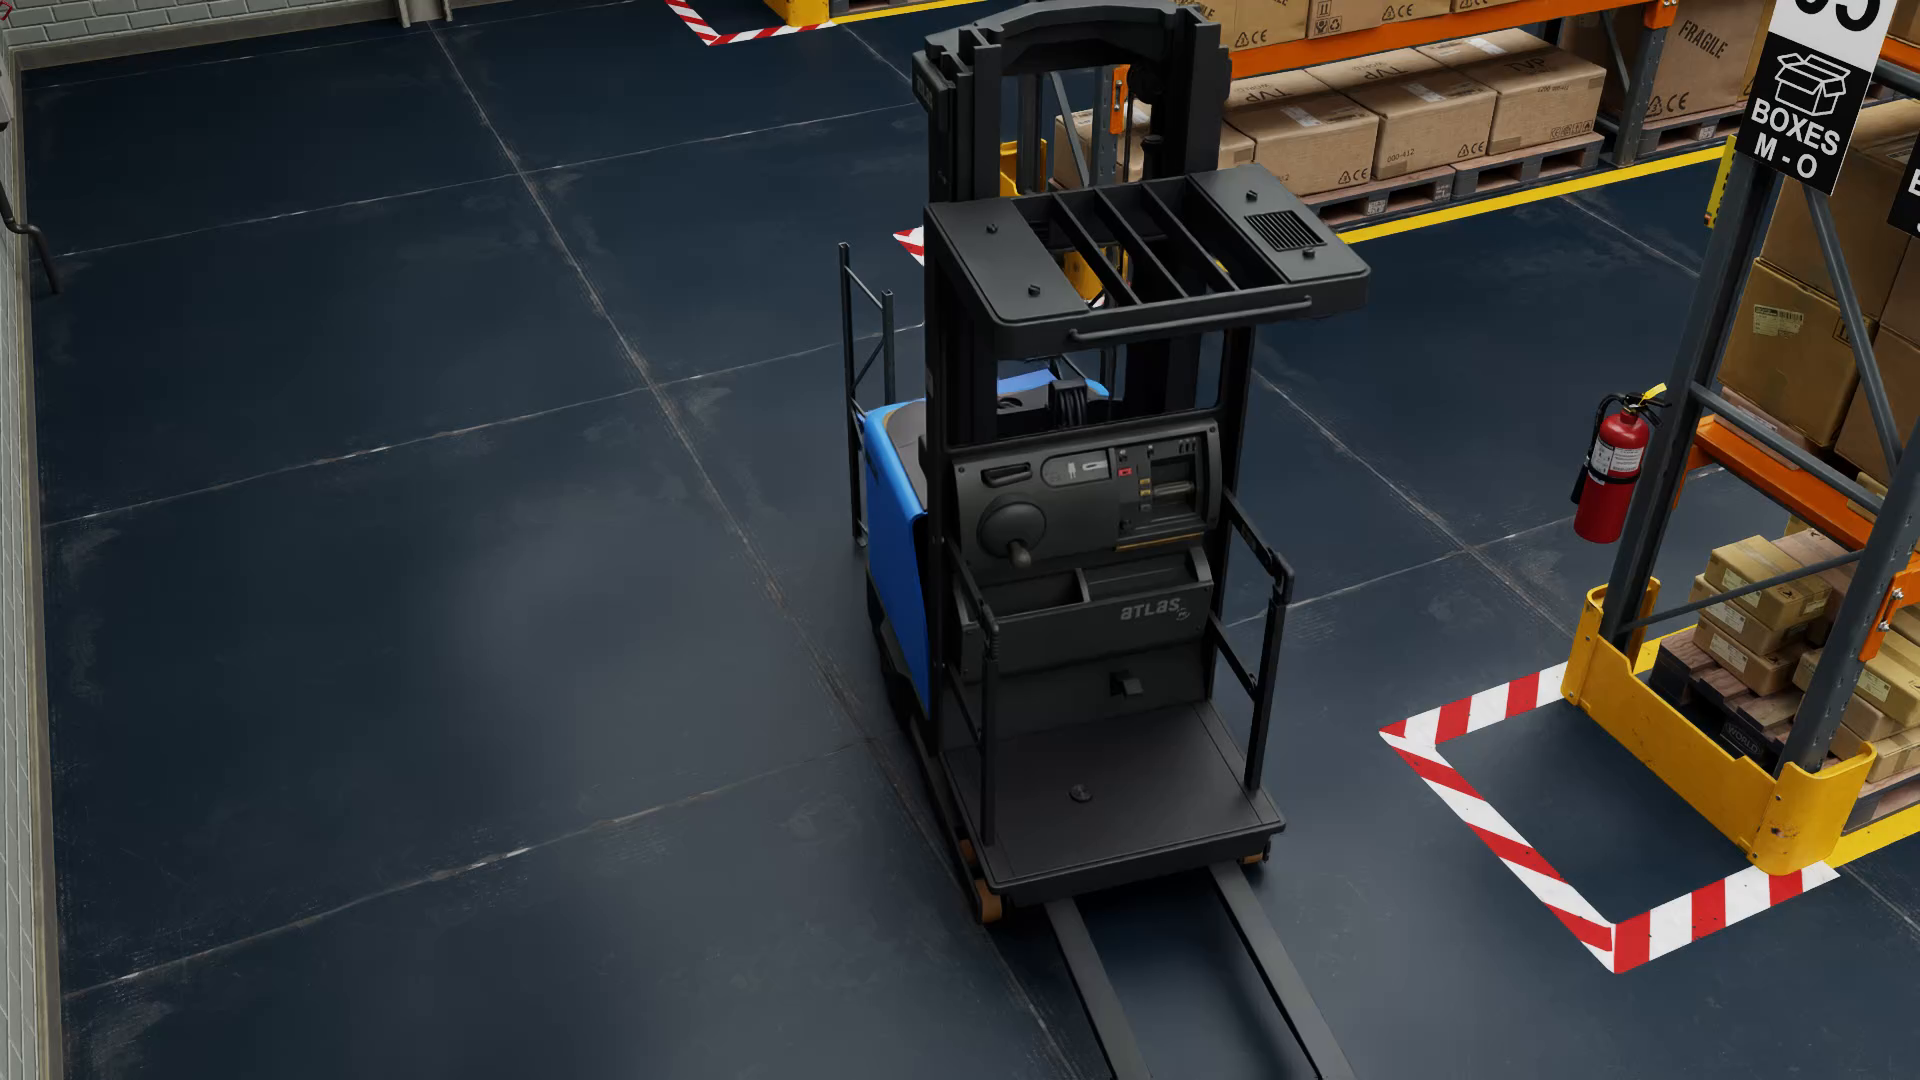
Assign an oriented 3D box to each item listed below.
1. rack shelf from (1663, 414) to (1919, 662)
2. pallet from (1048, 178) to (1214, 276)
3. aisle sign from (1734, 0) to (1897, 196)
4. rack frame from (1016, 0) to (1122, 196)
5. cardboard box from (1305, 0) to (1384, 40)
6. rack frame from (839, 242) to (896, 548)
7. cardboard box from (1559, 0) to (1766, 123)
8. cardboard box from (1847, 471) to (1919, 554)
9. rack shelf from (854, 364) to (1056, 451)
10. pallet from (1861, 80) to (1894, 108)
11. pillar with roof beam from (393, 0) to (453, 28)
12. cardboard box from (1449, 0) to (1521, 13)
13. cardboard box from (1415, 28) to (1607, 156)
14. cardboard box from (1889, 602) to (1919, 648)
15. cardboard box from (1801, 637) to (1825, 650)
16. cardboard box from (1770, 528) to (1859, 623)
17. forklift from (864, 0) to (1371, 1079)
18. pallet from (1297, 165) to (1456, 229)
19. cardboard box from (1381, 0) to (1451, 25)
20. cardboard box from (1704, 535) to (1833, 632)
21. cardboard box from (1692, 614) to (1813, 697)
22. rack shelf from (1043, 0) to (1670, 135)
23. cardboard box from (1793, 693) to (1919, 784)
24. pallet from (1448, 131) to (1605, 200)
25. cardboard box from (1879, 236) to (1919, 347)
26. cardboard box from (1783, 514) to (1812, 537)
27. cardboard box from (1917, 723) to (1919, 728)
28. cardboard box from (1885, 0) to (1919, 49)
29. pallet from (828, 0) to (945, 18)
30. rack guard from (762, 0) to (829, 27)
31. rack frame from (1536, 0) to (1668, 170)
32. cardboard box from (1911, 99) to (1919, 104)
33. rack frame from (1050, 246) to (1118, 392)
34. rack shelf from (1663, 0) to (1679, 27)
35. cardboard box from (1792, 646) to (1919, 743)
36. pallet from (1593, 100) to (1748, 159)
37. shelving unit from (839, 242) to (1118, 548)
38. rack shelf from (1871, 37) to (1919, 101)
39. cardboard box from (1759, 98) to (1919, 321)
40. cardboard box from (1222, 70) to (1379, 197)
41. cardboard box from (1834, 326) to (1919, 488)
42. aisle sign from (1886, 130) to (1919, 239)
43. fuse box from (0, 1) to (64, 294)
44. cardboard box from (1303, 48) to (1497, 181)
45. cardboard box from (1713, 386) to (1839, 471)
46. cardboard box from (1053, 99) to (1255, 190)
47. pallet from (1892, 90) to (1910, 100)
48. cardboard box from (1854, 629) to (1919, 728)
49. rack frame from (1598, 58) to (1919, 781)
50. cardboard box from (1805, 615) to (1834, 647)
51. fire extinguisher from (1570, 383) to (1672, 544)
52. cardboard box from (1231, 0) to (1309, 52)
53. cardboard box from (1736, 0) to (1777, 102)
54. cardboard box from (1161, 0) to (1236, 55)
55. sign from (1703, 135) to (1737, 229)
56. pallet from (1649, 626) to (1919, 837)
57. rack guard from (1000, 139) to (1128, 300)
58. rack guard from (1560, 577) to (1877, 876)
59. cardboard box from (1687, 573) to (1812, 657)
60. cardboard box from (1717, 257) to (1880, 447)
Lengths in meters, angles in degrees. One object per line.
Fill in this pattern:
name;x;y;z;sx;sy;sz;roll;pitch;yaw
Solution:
rack shelf;4.616;-0.517;6.532;4.000;0.370;1.077;-16;39;-20
pallet;1.301;-2.068;10.361;1.213;0.211;1.003;-16;39;-20
aisle sign;2.612;-1.487;5.054;0.004;0.787;0.394;-16;39;-20
rack frame;0.610;-2.943;9.200;0.127;3.000;1.000;-16;39;-20
cardboard box;2.081;-3.212;9.479;0.500;0.500;0.500;-16;39;-20
rack frame;-0.383;-0.495;7.159;0.032;1.500;0.500;-16;39;-20
cardboard box;4.759;-3.471;11.343;0.875;0.875;0.875;-14;39;-19
cardboard box;3.238;-0.104;5.583;0.250;0.149;0.380;-16;39;-20
rack shelf;0.077;-0.480;7.439;1.000;0.185;0.538;-16;39;-20
pallet;6.004;-3.383;12.134;1.213;0.211;1.003;-16;39;-20
pillar with roof beam;-2.497;-5.511;7.626;0.400;9.000;9.100;-16;39;-20
cardboard box;3.008;-3.472;9.830;0.500;0.500;0.500;-16;40;-21
cardboard box;3.617;-2.994;11.067;0.875;0.438;0.875;-16;40;-21
cardboard box;3.622;0.354;6.296;0.250;0.149;0.380;-15;39;-19
cardboard box;3.383;0.312;6.852;0.250;0.149;0.380;-14;39;-19
cardboard box;3.429;0.135;6.591;0.250;0.149;0.380;-15;39;-19
forklift;0.496;-0.081;5.399;1.130;2.935;3.031;-10;38;-13
pallet;2.404;-2.374;10.774;1.213;0.211;1.003;-16;39;-20
cardboard box;2.527;-3.348;9.662;0.500;0.500;0.500;-14;39;-18
cardboard box;3.177;0.167;6.548;0.250;0.149;0.380;-15;39;-19
cardboard box;3.193;0.431;6.691;0.250;0.149;0.380;-15;39;-19
rack shelf;2.421;-3.161;10.097;4.000;0.370;1.077;-16;39;-20
cardboard box;3.415;0.717;6.306;0.250;0.149;0.380;-15;39;-19
pallet;3.510;-2.685;11.193;1.213;0.211;1.003;-16;39;-20
cardboard box;3.324;-0.831;5.180;0.500;0.500;0.500;-16;39;-20
cardboard box;3.609;0.001;6.772;0.250;0.149;0.380;-16;40;-21
cardboard box;3.618;0.607;6.455;0.250;0.149;0.380;-16;39;-20
cardboard box;3.104;-1.702;5.134;0.500;0.250;0.500;-16;40;-21
pallet;-0.712;-4.721;13.937;1.213;0.211;1.003;-16;39;-20
rack guard;-1.433;-4.634;13.579;0.348;0.500;1.175;-16;39;-20
rack frame;4.231;-3.956;10.565;0.127;3.000;1.000;-16;39;-20
cardboard box;3.572;-1.239;5.729;0.500;0.500;0.500;-17;40;-21
rack frame;0.537;-0.753;7.506;0.032;1.500;0.500;-16;39;-20
rack shelf;6.042;-4.173;11.462;4.000;0.370;1.077;-16;39;-20
cardboard box;3.388;0.563;6.263;0.250;0.149;0.380;-14;39;-18
pallet;4.898;-3.072;11.714;1.213;0.211;1.003;-16;39;-20
shelving unit;0.077;-0.624;7.332;1.048;1.500;0.538;-16;39;-20
rack shelf;4.616;-1.721;5.639;4.000;0.370;1.077;-16;39;-20
cardboard box;3.114;-1.111;5.556;0.500;0.500;0.500;-16;40;-21
cardboard box;1.990;-2.540;10.455;0.875;0.438;0.875;-15;39;-19
cardboard box;3.329;-0.424;5.470;0.500;0.500;0.500;-14;39;-18
aisle sign;2.866;-1.163;4.618;0.004;0.787;0.394;-16;39;-20
fuse box;-5.245;-2.156;9.220;0.414;1.711;0.539;-16;39;-20
cardboard box;2.807;-2.767;10.761;0.875;0.438;0.875;-17;40;-21
cardboard box;2.980;-0.433;6.027;0.250;0.149;0.380;-16;39;-20
cardboard box;1.165;-2.304;10.136;0.875;0.438;0.875;-17;40;-21
pallet;7.107;-3.689;12.547;1.213;0.211;1.003;-16;39;-20
cardboard box;3.424;0.489;6.114;0.250;0.149;0.380;-17;40;-22
rack frame;2.805;-0.299;5.636;0.127;3.000;1.000;-16;39;-20
cardboard box;3.421;0.233;6.709;0.250;0.149;0.380;-17;40;-21
fire extinguisher;2.381;-0.304;6.019;0.183;0.674;0.296;-16;39;-20
cardboard box;1.613;-3.093;9.318;0.500;0.500;0.500;-16;40;-21
cardboard box;5.573;-3.704;11.657;0.875;0.875;0.875;-14;39;-19
cardboard box;1.167;-2.950;9.125;0.500;0.500;0.500;-16;39;-20
sign;2.587;-1.196;5.607;0.005;0.325;0.100;-16;39;-20
pallet;3.624;0.615;6.744;1.213;0.211;1.003;-16;39;-20
rack guard;0.589;-1.933;9.937;0.348;0.500;1.175;-16;39;-20
rack guard;2.874;0.685;6.406;0.348;0.500;1.175;-16;39;-20
cardboard box;3.162;0.270;6.659;0.250;0.149;0.380;-17;40;-21
cardboard box;3.103;-0.711;5.858;0.500;0.500;0.500;-15;39;-19
